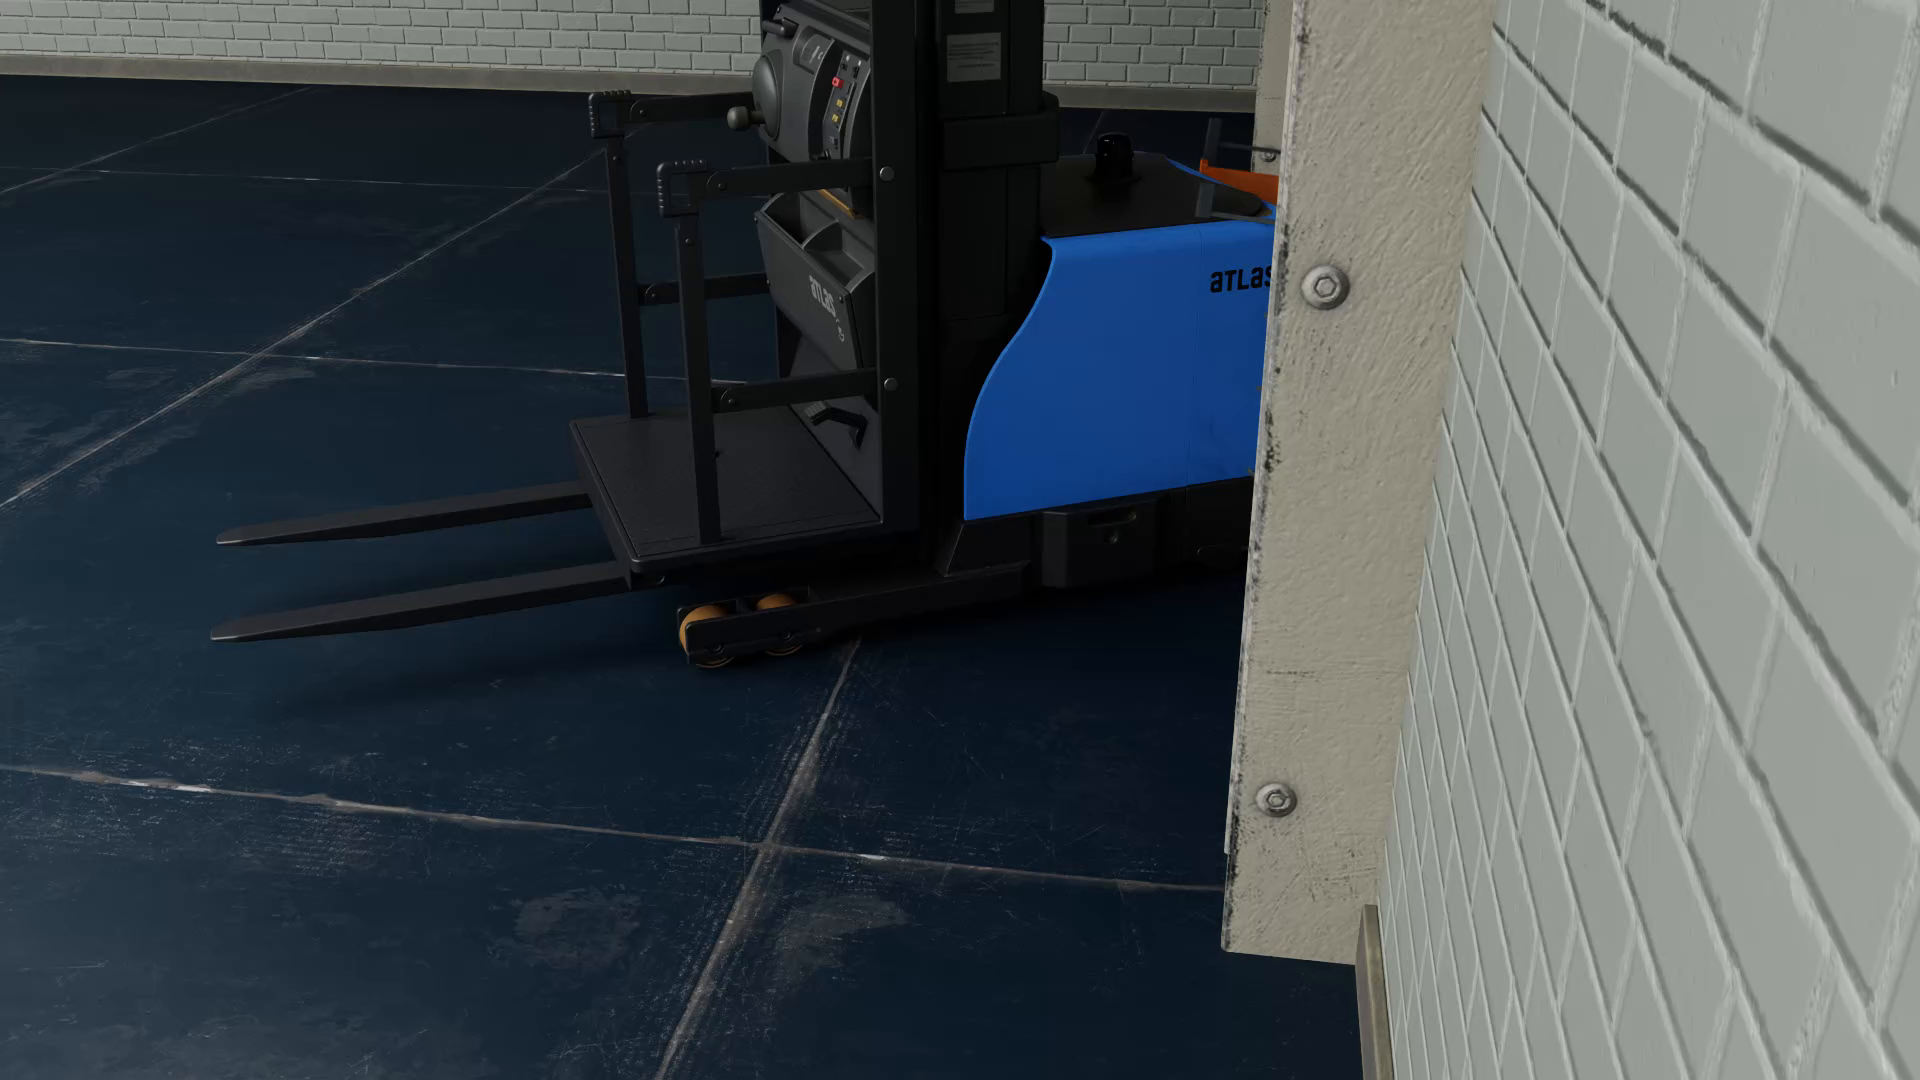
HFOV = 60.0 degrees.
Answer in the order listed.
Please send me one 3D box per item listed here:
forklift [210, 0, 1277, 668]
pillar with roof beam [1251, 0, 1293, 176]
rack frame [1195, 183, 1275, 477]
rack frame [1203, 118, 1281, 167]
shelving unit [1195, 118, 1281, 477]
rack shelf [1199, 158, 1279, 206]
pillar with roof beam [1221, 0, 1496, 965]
[{"bbox_3d":[-0.589,-1.233,4.427,3.031,2.935,1.130,-9,27,-19],"label":"forklift"},{"bbox_3d":[-2.542,-6.107,7.682,9.100,9.000,0.400,4,25,9],"label":"pillar with roof beam"},{"bbox_3d":[0.853,-0.438,4.806,0.500,1.125,0.032,9,25,6],"label":"rack frame"},{"bbox_3d":[1.016,-0.851,5.720,0.500,1.125,0.032,9,25,6],"label":"rack frame"},{"bbox_3d":[0.934,-0.645,5.263,0.538,1.125,1.048,9,25,6],"label":"shelving unit"},{"bbox_3d":[0.963,-0.908,5.139,0.538,0.278,1.000,9,25,6],"label":"rack shelf"},{"bbox_3d":[-3.522,-3.598,2.321,9.100,9.000,0.400,4,25,9],"label":"pillar with roof beam"}]
